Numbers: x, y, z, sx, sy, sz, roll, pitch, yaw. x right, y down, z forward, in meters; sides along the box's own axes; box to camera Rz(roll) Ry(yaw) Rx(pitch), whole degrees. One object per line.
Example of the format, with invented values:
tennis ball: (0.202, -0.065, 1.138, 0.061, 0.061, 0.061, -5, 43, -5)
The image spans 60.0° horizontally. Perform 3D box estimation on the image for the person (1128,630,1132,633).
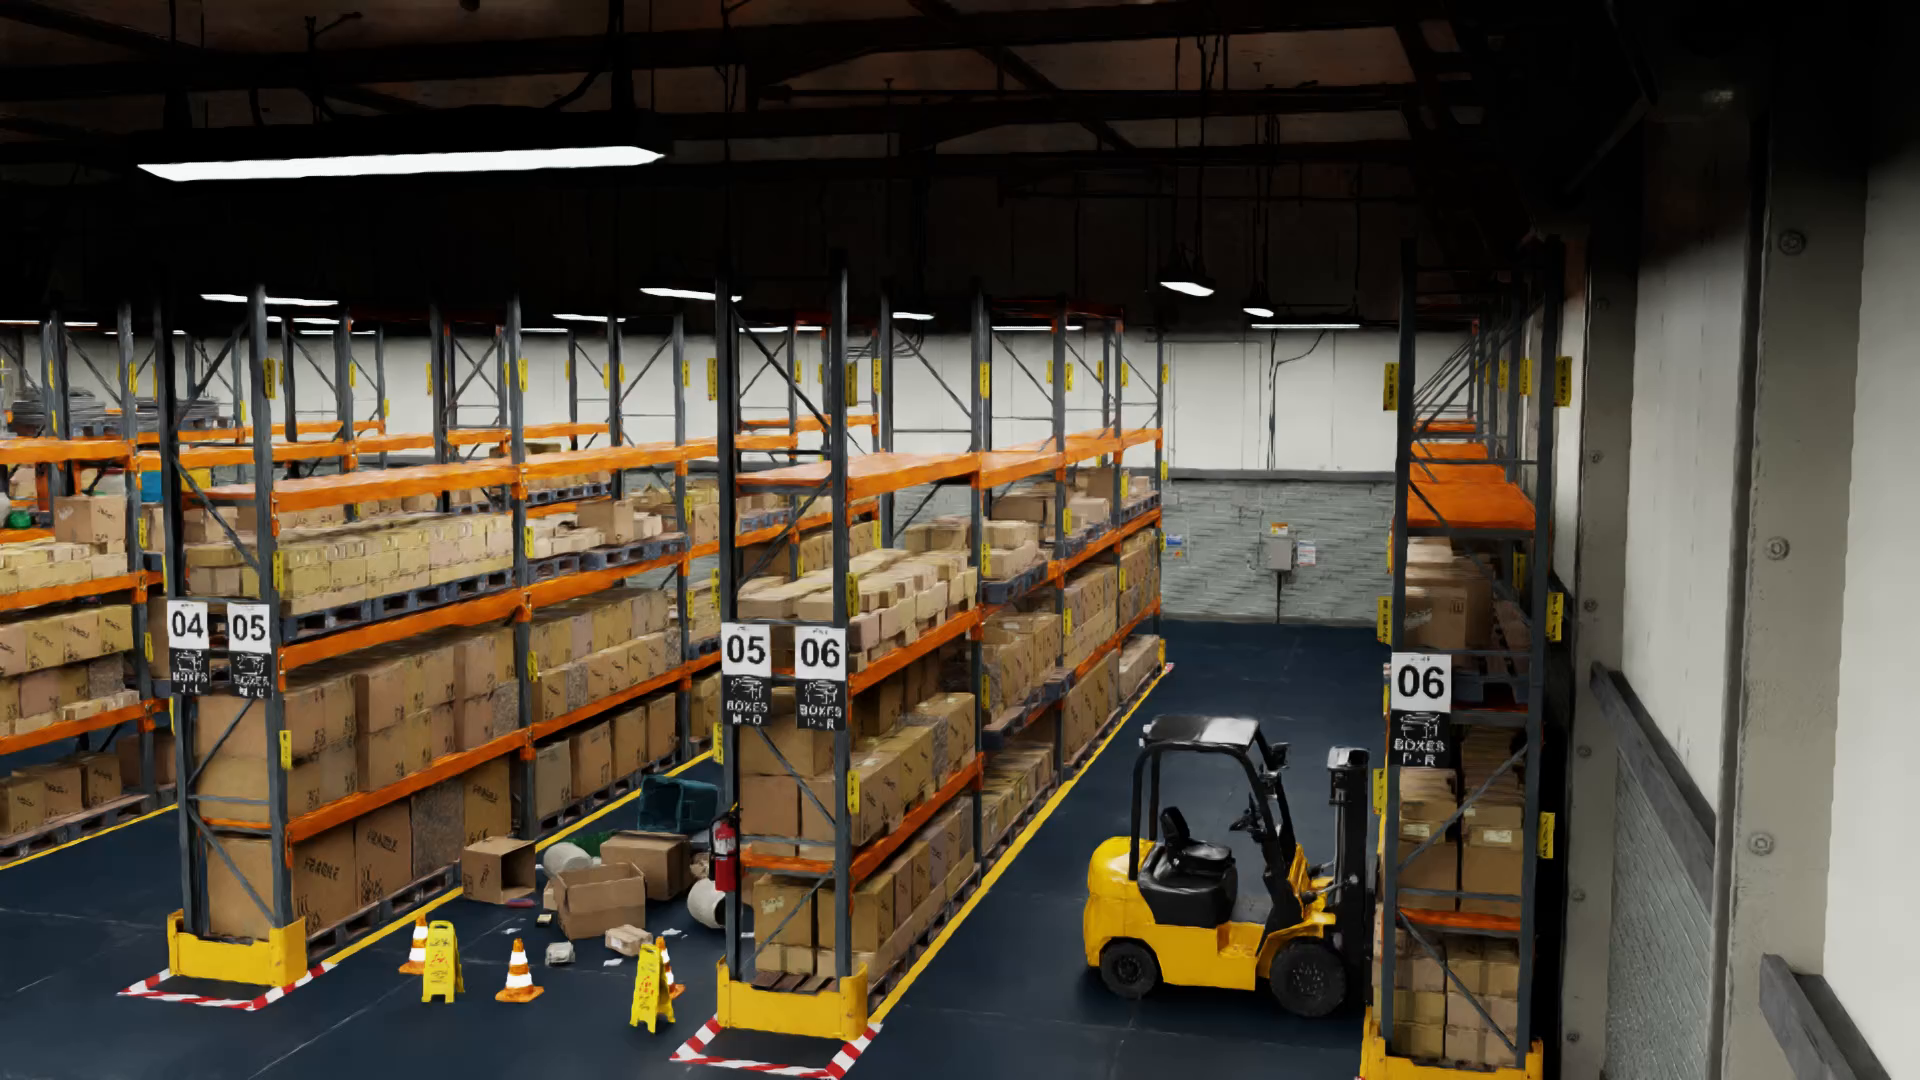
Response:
person: (2.873, 1.200, 29.339, 0.550, 1.758, 0.652, -1, 6, -13)
